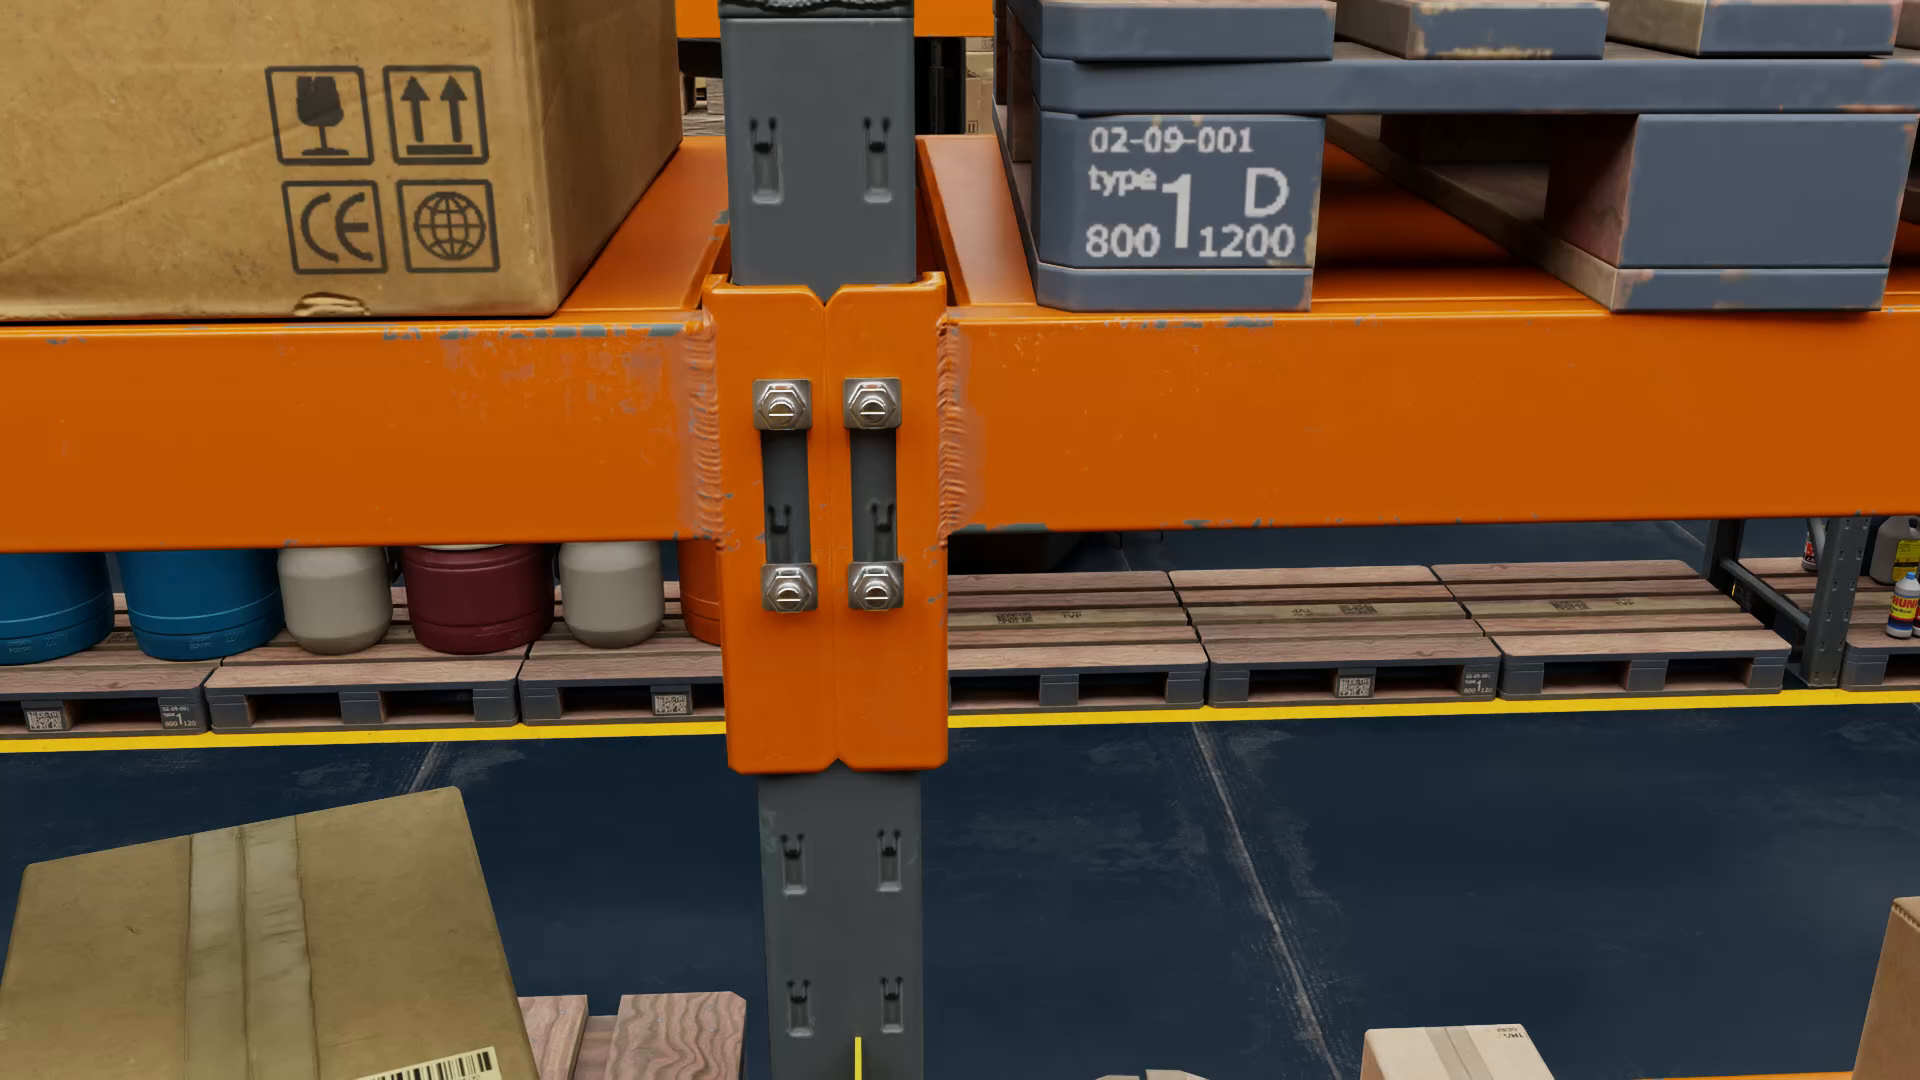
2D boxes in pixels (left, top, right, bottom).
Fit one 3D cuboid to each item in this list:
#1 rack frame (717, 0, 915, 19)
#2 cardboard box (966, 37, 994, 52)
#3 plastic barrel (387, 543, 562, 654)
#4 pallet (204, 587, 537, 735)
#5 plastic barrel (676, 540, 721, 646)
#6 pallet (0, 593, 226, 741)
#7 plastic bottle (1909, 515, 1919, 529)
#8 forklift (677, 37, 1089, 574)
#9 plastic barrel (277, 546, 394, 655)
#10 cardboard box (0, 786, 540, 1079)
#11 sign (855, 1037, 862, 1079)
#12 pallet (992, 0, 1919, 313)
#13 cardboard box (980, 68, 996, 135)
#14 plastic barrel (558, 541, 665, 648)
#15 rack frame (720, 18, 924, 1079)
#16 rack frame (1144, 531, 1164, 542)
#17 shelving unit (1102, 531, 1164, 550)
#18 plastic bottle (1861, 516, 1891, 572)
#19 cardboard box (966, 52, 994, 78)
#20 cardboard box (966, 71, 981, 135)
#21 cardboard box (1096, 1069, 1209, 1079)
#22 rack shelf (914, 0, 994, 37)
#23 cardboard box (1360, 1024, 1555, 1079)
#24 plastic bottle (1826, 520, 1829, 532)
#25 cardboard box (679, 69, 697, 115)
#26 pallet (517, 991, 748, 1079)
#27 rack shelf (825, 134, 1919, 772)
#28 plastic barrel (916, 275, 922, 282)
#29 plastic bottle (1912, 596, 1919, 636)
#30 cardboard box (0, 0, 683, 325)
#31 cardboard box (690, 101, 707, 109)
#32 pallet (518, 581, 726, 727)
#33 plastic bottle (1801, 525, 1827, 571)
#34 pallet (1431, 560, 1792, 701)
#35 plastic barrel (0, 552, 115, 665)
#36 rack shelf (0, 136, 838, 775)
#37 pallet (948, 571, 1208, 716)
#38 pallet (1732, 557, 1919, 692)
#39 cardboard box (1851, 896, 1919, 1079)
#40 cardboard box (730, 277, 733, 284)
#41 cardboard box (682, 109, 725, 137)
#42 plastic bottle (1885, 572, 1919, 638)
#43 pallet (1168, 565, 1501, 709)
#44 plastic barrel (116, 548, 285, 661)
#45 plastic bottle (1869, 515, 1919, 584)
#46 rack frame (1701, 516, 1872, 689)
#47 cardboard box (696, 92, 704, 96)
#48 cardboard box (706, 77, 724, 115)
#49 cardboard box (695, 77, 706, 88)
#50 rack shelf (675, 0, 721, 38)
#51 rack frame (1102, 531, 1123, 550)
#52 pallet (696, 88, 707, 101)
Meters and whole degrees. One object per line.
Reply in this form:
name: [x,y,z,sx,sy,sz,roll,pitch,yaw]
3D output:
rack frame: [-0.121,-1.917,1.010,0.127,3.000,1.000,-1,21,-3]
cardboard box: [0.088,-4.927,15.801,0.500,0.500,0.700,-1,21,-4]
plastic barrel: [-2.015,0.096,6.952,0.708,0.588,0.600,-1,21,-3]
pallet: [-2.400,0.484,7.052,1.213,0.211,1.003,-1,21,-3]
plastic barrel: [-0.888,-0.039,6.969,0.708,0.830,0.600,-1,21,-3]
pallet: [-3.621,0.510,6.984,1.213,0.211,1.003,-1,21,-3]
plastic bottle: [4.411,-0.042,7.619,0.185,0.351,0.144,-2,21,-6]
forklift: [-0.777,-1.514,8.479,3.031,2.935,1.130,9,23,22]
plastic barrel: [-2.574,0.175,6.852,0.421,0.512,0.421,0,21,0]
cardboard box: [-0.744,0.696,1.846,0.500,0.500,0.700,-8,22,-21]
sign: [-0.081,0.575,1.380,0.005,0.325,0.100,-1,21,-3]
pallet: [0.551,-0.473,1.697,1.003,0.211,1.213,0,21,-1]
cardboard box: [0.405,-2.948,11.417,0.500,0.500,0.700,2,21,5]
plastic barrel: [-1.447,0.152,6.912,0.421,0.512,0.421,0,21,0]
rack frame: [-0.121,0.886,2.078,0.127,3.000,1.000,-1,21,-3]
rack frame: [1.005,-0.511,8.487,0.008,1.050,0.200,-9,23,-23]
shelving unit: [0.895,-0.492,8.439,0.252,1.050,0.215,-9,23,-23]
plastic bottle: [4.220,-0.038,7.609,0.185,0.351,0.144,-2,21,-4]
cardboard box: [0.106,-4.368,15.738,0.500,0.500,0.500,-1,21,-4]
cardboard box: [-0.146,-2.901,11.294,0.500,0.500,0.500,-4,21,-10]
cardboard box: [0.244,0.936,2.072,0.500,0.311,0.500,0,21,0]
rack shelf: [1.596,-1.980,6.400,4.000,0.370,1.077,-1,21,-3]
cardboard box: [0.761,0.887,2.428,0.250,0.149,0.380,-1,21,-3]
plastic bottle: [4.054,-0.018,7.651,0.133,0.283,0.061,0,21,0]
cardboard box: [-2.065,-3.127,11.068,0.637,0.503,0.797,-1,21,-2]
pallet: [-0.794,1.015,2.010,1.003,0.211,1.213,-1,21,-3]
rack shelf: [1.875,-0.220,1.779,4.000,0.370,1.077,-1,21,-3]
plastic barrel: [0.046,-1.054,6.983,0.708,0.536,0.600,-1,21,-3]
plastic bottle: [4.038,0.295,6.946,0.097,0.201,0.097,0,21,0]
cardboard box: [-0.555,-0.542,1.471,0.500,0.500,0.910,-1,21,-3]
cardboard box: [-1.699,-2.755,11.501,0.500,0.500,0.500,-2,21,-5]
pallet: [-1.185,0.461,7.115,1.213,0.211,1.003,-1,21,-3]
plastic bottle: [3.937,0.029,7.643,0.097,0.201,0.097,0,21,0]
pallet: [2.811,0.378,7.331,1.213,0.211,1.003,-1,21,-3]
plastic barrel: [-3.850,-0.013,6.798,0.708,0.901,0.600,-1,21,-3]
rack shelf: [-2.118,-0.139,1.565,4.000,0.370,1.077,-1,21,-3]
pallet: [0.375,0.428,7.201,1.213,0.211,1.003,-1,21,-3]
pallet: [4.266,0.350,7.406,1.213,0.211,1.003,-1,21,-3]
cardboard box: [1.553,0.800,2.165,0.500,0.500,0.500,-2,21,-6]
cardboard box: [-1.373,-1.830,11.607,0.875,0.875,1.225,-2,21,-6]
cardboard box: [-1.660,-2.574,11.024,0.500,0.500,0.500,-1,21,-4]
plastic bottle: [3.936,0.264,6.928,0.097,0.271,0.097,0,21,0]
pallet: [1.590,0.404,7.263,1.213,0.211,1.003,-1,21,-3]
plastic barrel: [-3.143,-0.027,6.836,0.708,0.901,0.600,-1,21,-3]
plastic bottle: [4.228,0.013,7.475,0.185,0.351,0.144,-1,21,-3]
rack frame: [3.593,-0.955,6.913,0.127,3.000,1.000,-1,21,-3]
cardboard box: [-2.834,-5.355,20.867,0.875,0.875,0.875,-1,21,-2]
cardboard box: [-1.414,-3.139,11.101,0.637,0.503,0.797,0,21,-1]
cardboard box: [-2.354,-4.283,15.417,0.250,0.149,0.380,-2,21,-5]
rack shelf: [-2.397,-1.898,6.187,4.000,0.370,1.077,-1,21,-3]
rack frame: [0.784,-0.474,8.391,0.008,1.050,0.200,-9,23,-23]
pallet: [-2.839,-4.252,15.844,1.213,0.211,1.003,-1,21,-3]
